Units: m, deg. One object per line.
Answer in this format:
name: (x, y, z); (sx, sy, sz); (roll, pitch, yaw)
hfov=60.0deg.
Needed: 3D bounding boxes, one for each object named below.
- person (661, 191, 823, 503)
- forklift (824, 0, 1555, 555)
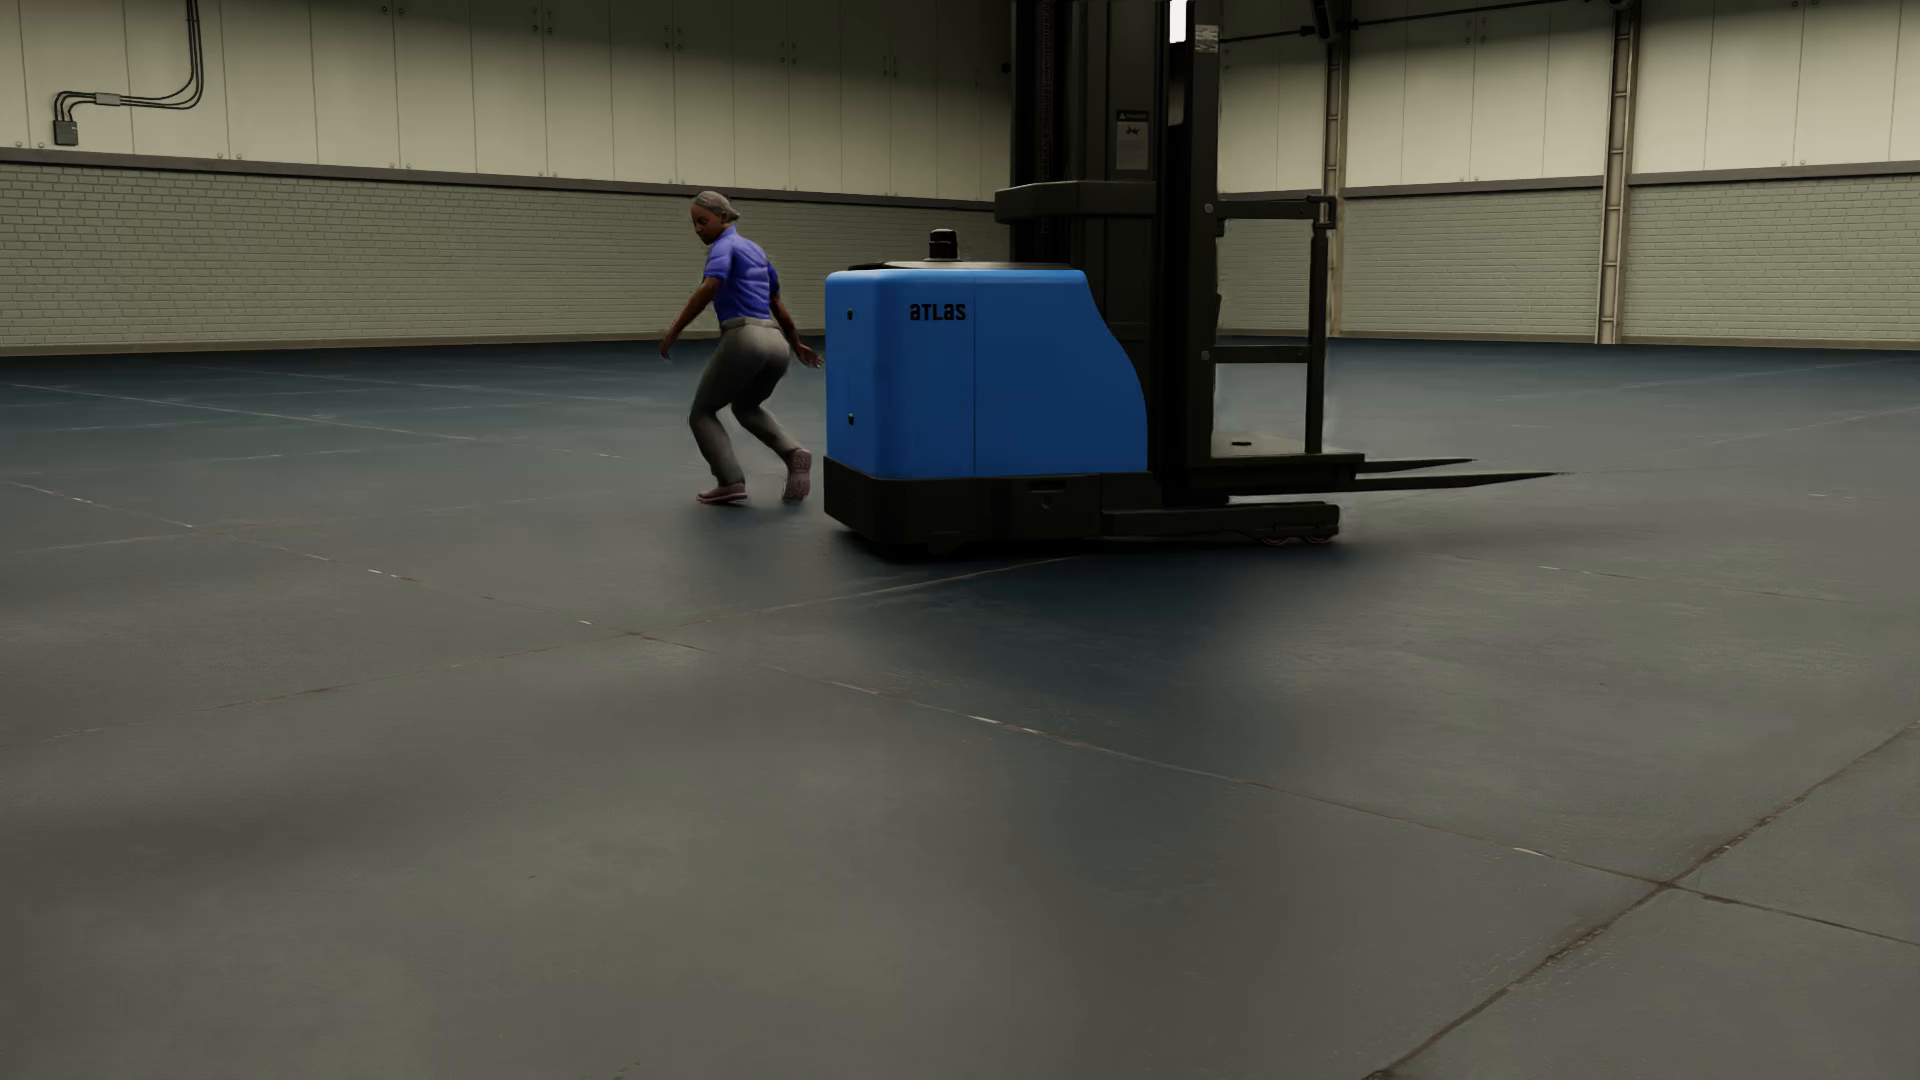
person: (-1.001, -0.906, 7.962); (0.492, 1.503, 0.885); (5, 10, 32)
forklift: (1.004, -1.497, 6.813); (3.031, 2.935, 1.130); (-3, 9, -17)
